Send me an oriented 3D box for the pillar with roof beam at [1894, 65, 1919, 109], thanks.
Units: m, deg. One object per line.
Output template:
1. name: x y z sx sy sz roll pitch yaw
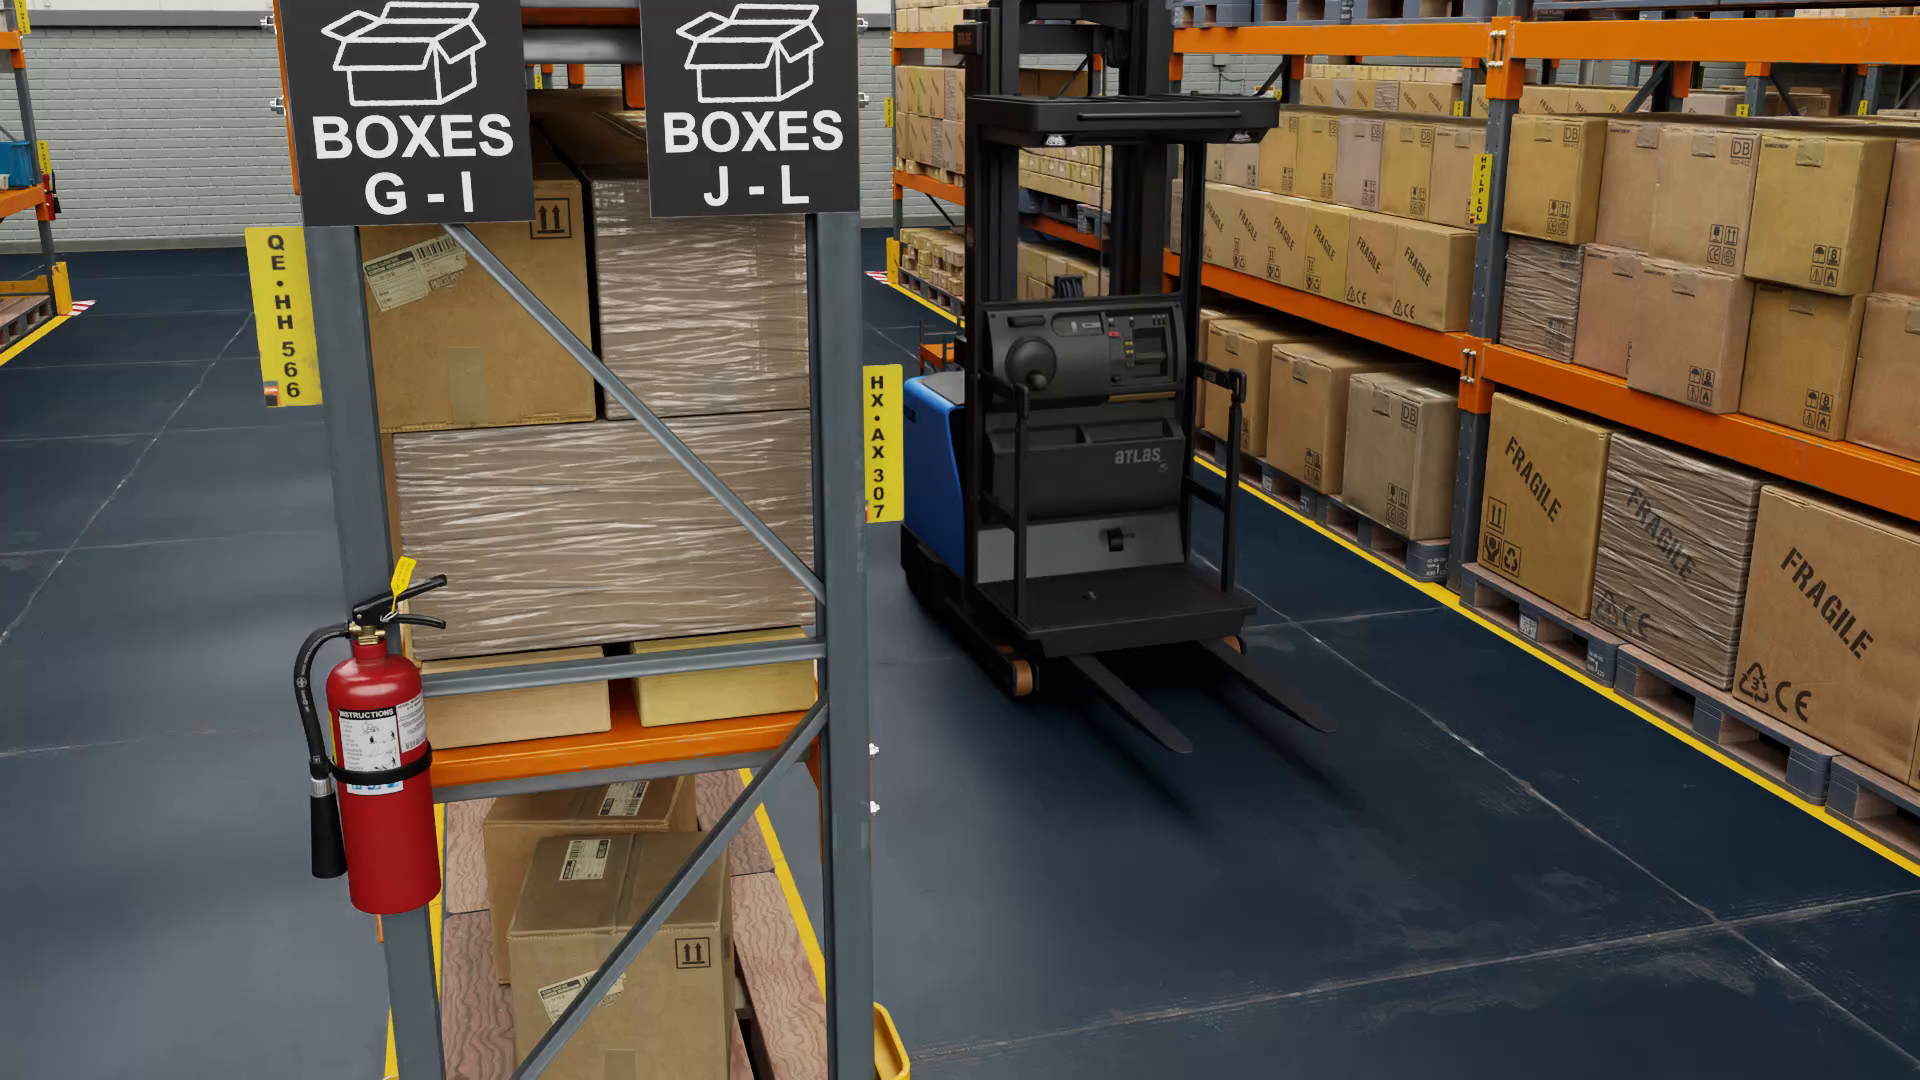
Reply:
1. pillar with roof beam: 6.852 -7.029 17.210 9.100 9.000 0.400 -5 17 -15

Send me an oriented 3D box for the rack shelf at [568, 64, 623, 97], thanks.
1. rack shelf: -2.335 -2.488 8.557 1.077 0.370 4.000 -5 17 -15

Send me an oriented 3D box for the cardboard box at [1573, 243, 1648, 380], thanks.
1. cardboard box: 3.297 -1.027 7.397 0.875 0.550 0.550 -5 17 -15

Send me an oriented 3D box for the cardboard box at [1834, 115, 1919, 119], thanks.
1. cardboard box: 7.036 -3.020 12.872 0.500 0.500 0.500 -5 17 -17

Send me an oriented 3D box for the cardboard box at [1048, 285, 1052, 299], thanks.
1. cardboard box: 1.064 -1.908 14.205 0.500 0.500 0.500 -4 17 -14

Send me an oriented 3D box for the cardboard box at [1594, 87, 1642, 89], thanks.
1. cardboard box: 6.178 -3.978 15.568 0.500 0.500 0.500 -4 17 -14

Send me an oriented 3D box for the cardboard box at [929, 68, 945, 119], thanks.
1. cardboard box: -0.009 -4.625 17.205 0.500 0.500 0.500 -5 18 -17

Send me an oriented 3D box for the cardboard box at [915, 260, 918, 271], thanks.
1. cardboard box: -0.300 -3.126 18.869 0.380 0.149 0.250 -5 17 -15

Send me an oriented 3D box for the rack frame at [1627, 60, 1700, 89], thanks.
1. rack frame: 9.216 -5.339 22.011 1.000 3.000 0.127 -5 17 -15

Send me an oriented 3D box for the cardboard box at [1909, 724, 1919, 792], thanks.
1. cardboard box: 3.860 0.534 5.424 0.875 0.875 0.875 -5 17 -15

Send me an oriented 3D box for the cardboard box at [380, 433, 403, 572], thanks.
1. cardboard box: -1.064 -0.210 4.245 0.875 0.500 0.500 -5 17 -15

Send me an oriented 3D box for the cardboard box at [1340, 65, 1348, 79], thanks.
1. cardboard box: 4.590 -5.375 19.092 0.380 0.149 0.250 -5 17 -15

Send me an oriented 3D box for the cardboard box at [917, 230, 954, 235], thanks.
1. cardboard box: -0.278 -3.408 18.775 0.380 0.149 0.250 -4 17 -14

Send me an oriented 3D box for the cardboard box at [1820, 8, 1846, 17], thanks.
1. cardboard box: 6.637 -3.933 12.352 0.396 0.266 0.258 -5 17 -15

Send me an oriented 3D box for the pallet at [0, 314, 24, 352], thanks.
1. pallet: -9.325 -1.867 15.300 1.003 0.211 1.213 -5 17 -15

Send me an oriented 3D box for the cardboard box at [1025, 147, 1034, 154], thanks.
1. cardboard box: 0.766 -3.352 14.070 0.380 0.149 0.250 -5 17 -16

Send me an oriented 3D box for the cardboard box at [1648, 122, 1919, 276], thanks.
1. cardboard box: 3.358 -1.388 6.720 0.875 0.550 0.550 -5 17 -15

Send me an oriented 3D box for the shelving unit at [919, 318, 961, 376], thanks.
1. shelving unit: -0.045 -0.620 9.432 0.258 1.200 0.503 -5 17 -15

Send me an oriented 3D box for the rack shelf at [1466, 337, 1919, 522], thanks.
1. rack shelf: 3.561 -0.309 6.517 1.077 0.370 4.000 -5 17 -15

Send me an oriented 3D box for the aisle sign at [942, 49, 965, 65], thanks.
1. aisle sign: -0.018 -5.815 19.078 0.394 0.787 0.004 -5 17 -15

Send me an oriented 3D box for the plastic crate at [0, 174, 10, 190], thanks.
1. plastic crate: -9.448 -3.461 16.115 0.396 0.136 0.243 -5 17 -15

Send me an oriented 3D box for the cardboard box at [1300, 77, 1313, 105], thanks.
1. cardboard box: 4.303 -5.317 20.026 0.500 0.500 0.500 -5 17 -16

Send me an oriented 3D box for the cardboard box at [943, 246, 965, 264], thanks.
1. cardboard box: 0.035 -2.973 17.327 0.380 0.149 0.250 -5 18 -17

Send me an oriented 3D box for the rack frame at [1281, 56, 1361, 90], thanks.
1. rack frame: 4.445 -4.945 20.701 1.000 3.000 0.127 -5 17 -15

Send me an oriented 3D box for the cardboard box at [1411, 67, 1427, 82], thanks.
1. cardboard box: 5.039 -4.956 17.698 0.380 0.149 0.250 -5 17 -16

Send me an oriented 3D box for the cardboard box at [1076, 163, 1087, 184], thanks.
1. cardboard box: 1.120 -2.853 12.924 0.380 0.149 0.250 -5 17 -15

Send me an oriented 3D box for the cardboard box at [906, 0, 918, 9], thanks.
1. cardboard box: -0.272 -5.844 17.871 0.500 0.250 0.500 -5 17 -16

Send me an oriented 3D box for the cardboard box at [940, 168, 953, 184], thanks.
1. cardboard box: 0.010 -3.787 17.280 0.380 0.149 0.250 -4 17 -14

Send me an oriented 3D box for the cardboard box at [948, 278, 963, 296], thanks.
1. cardboard box: 0.092 -2.623 17.196 0.380 0.149 0.250 -5 17 -15

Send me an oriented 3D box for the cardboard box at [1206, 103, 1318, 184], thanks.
1. cardboard box: 2.025 -2.715 11.364 0.700 0.500 0.500 -5 17 -16

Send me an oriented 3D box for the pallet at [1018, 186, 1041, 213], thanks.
1. pallet: 0.883 -3.105 14.908 1.003 0.211 1.213 -5 17 -15

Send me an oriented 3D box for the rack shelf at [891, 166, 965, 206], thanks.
1. rack shelf: 0.263 -3.628 17.567 1.077 0.370 4.000 -5 17 -15

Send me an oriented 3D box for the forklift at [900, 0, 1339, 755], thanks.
1. forklift: 0.639 -0.853 7.198 1.130 2.935 3.031 -5 18 -18

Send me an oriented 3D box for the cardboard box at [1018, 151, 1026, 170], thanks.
1. cardboard box: 0.695 -3.283 14.356 0.380 0.149 0.250 -5 18 -18

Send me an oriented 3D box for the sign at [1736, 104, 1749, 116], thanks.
1. sign: 6.111 -3.242 13.019 0.100 0.325 0.005 -5 17 -15

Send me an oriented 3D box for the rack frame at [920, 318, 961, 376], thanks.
1. rack frame: -0.113 -0.688 9.657 0.240 1.200 0.015 -5 17 -15

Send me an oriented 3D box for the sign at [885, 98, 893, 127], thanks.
1. sign: -0.809 -4.898 19.038 0.100 0.325 0.005 -5 17 -15

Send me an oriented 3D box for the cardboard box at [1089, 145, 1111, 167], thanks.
1. cardboard box: 1.197 -2.920 12.632 0.380 0.149 0.250 -4 17 -14

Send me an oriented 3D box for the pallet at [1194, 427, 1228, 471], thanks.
1. pallet: 2.056 -0.754 11.594 1.003 0.211 1.213 -5 17 -15

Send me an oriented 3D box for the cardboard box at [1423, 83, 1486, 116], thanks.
1. cardboard box: 5.149 -4.474 17.222 0.500 0.500 0.500 -5 17 -16

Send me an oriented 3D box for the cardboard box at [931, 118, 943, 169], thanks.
1. cardboard box: 0.011 -4.147 17.354 0.500 0.500 0.500 -5 17 -17

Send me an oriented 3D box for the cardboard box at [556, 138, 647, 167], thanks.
1. cardboard box: -0.845 -0.856 4.659 0.500 0.500 0.500 -5 17 -15

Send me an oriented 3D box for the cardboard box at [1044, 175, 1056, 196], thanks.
1. cardboard box: 0.909 -2.924 13.680 0.380 0.149 0.250 -6 18 -18

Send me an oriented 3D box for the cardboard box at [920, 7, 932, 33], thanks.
1. cardboard box: -0.115 -5.459 17.458 0.500 0.250 0.500 -5 18 -17

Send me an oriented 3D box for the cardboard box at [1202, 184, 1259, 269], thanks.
1. cardboard box: 1.918 -2.075 10.972 0.500 0.500 0.500 -5 17 -16

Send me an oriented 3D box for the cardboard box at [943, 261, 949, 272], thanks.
1. cardboard box: 0.028 -2.981 17.870 0.380 0.149 0.250 -4 17 -12

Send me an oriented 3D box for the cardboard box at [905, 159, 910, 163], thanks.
1. cardboard box: -0.403 -4.223 18.733 0.380 0.149 0.250 -4 17 -13

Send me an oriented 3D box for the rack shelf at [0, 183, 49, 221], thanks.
1. rack shelf: -9.296 -2.872 15.051 1.077 0.370 4.000 -5 17 -15

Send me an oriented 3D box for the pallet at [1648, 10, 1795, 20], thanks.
1. pallet: 6.415 -4.252 13.509 1.213 0.211 1.003 -4 17 -13

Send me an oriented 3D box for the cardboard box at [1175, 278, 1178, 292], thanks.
1. cardboard box: 1.472 -1.845 12.691 0.500 0.250 0.500 -5 17 -17

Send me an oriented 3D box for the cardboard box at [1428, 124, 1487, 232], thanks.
1. cardboard box: 2.869 -1.870 8.553 0.700 0.500 0.500 -5 17 -16

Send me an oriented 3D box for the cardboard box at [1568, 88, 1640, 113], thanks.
1. cardboard box: 5.839 -3.801 14.981 0.500 0.500 0.500 -5 17 -16

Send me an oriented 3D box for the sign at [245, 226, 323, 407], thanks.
1. sign: -1.226 -0.404 3.020 0.100 0.325 0.005 -5 17 -15

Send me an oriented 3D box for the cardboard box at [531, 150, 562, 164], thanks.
1. cardboard box: -1.218 -0.676 4.059 0.500 0.500 0.500 -5 17 -15
